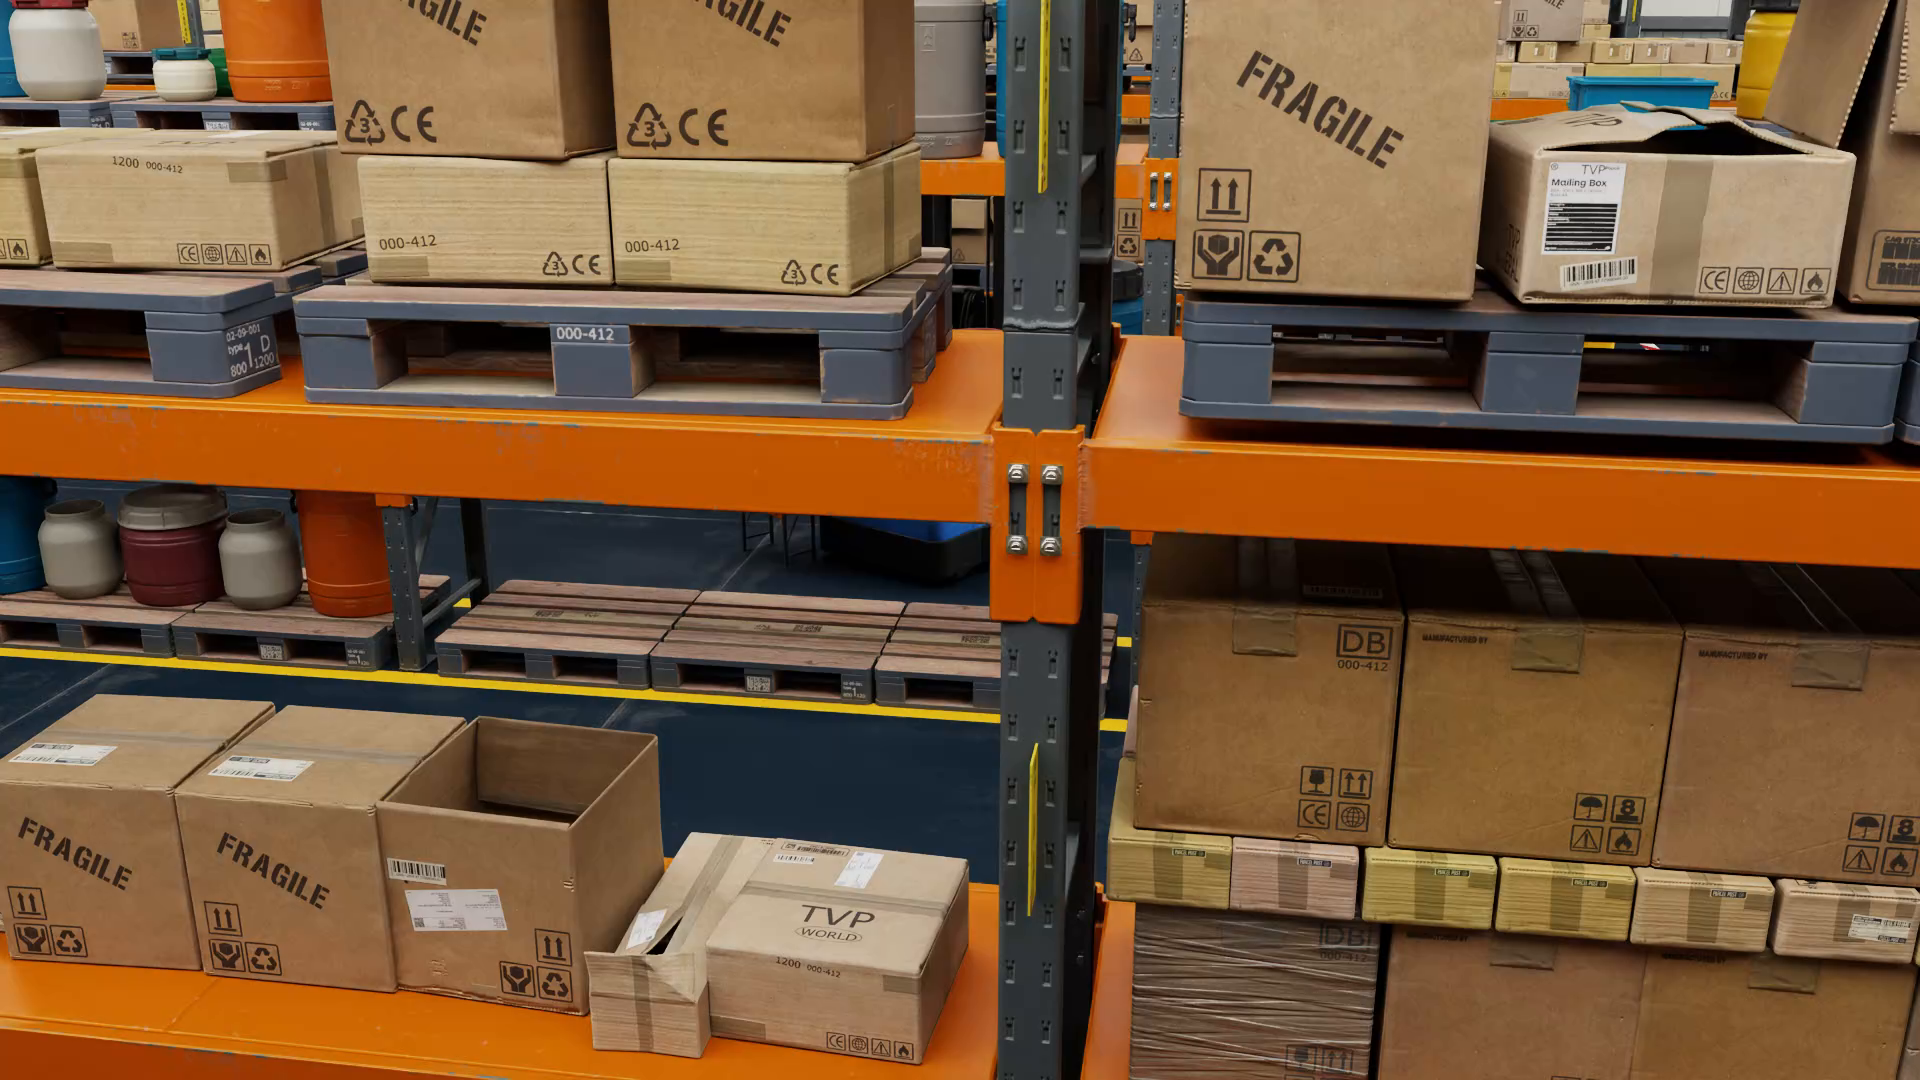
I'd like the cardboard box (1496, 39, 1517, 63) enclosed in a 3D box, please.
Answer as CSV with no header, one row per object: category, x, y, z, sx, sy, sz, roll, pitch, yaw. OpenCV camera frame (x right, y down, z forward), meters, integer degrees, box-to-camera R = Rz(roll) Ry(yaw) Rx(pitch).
cardboard box,3.871,-3.555,12.082,0.250,0.149,0.380,2,19,6

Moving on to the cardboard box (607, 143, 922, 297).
cardboard box,-0.389,-0.685,3.470,0.500,0.250,0.500,5,19,14

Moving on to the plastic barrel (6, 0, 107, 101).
plastic barrel,-4.717,-2.581,8.687,0.433,0.535,0.433,0,18,0

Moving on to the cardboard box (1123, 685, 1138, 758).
cardboard box,0.520,0.491,3.928,0.250,0.149,0.380,3,19,9

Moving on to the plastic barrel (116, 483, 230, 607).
plastic barrel,-4.543,0.015,9.670,0.708,0.588,0.600,3,19,9

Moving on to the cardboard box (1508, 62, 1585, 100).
cardboard box,4.227,-3.351,12.100,0.500,0.250,0.500,3,19,10

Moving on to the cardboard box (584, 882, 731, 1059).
cardboard box,-0.680,0.977,3.869,0.258,0.266,0.396,2,19,7

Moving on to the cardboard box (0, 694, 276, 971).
cardboard box,-2.073,0.730,4.236,0.500,0.500,0.500,2,19,6

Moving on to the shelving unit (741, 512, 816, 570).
shelving unit,-1.195,-0.462,10.794,0.258,1.200,0.503,-15,24,-38

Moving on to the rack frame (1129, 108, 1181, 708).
rack frame,1.007,-0.652,8.524,0.127,3.000,1.000,3,19,9

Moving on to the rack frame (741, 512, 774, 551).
rack frame,-1.353,-0.521,10.971,0.240,1.200,0.015,-15,24,-38

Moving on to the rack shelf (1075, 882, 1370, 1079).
rack shelf,2.192,1.341,3.700,4.000,0.370,1.077,3,19,9

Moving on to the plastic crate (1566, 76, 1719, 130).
plastic crate,3.026,-1.867,7.454,0.575,0.384,0.392,3,19,9

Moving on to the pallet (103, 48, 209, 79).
pallet,-6.912,-4.031,14.036,1.213,0.211,1.003,3,19,9

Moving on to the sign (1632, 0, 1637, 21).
sign,6.529,-5.187,16.079,0.005,0.325,0.100,3,19,9

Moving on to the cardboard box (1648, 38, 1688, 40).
cardboard box,5.266,-3.672,12.432,0.250,0.149,0.380,3,19,10

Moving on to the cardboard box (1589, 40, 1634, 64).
cardboard box,4.641,-3.493,11.897,0.250,0.149,0.380,3,19,9

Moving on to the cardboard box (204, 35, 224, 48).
cardboard box,-8.247,-5.577,18.754,0.500,0.250,0.500,4,19,10

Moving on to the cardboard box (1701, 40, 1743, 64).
cardboard box,5.418,-3.459,11.794,0.250,0.149,0.380,3,19,9

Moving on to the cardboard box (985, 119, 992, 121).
cardboard box,0.178,-4.400,17.991,0.500,0.500,0.700,3,19,8

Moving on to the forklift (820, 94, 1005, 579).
forklift,0.383,-1.546,11.305,1.130,2.935,3.031,14,23,36

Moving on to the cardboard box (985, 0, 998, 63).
cardboard box,0.414,-3.976,12.907,0.637,0.503,0.797,4,19,11

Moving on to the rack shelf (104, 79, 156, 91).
rack shelf,-8.081,-3.788,14.304,4.000,0.370,1.077,3,19,9

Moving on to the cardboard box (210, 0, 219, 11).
cardboard box,-8.140,-5.979,18.538,0.250,0.149,0.380,3,19,9

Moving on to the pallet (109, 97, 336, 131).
pallet,-3.682,-2.255,8.887,1.213,0.211,1.003,3,19,9

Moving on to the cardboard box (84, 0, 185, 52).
cardboard box,-6.889,-4.343,13.852,0.500,0.500,0.700,2,19,5

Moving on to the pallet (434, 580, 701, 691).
pallet,-2.184,0.520,9.416,1.213,0.211,1.003,3,19,9

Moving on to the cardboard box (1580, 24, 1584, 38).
cardboard box,5.998,-5.025,16.442,0.250,0.149,0.380,3,19,9

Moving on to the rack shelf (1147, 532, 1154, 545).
rack shelf,2.981,-0.210,8.338,4.000,0.370,1.077,3,19,9

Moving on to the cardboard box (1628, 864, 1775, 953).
cardboard box,1.461,0.670,3.394,0.250,0.149,0.380,2,19,7

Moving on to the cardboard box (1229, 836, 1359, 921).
cardboard box,0.700,0.631,3.509,0.250,0.149,0.380,3,19,9

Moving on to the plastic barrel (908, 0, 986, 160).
plastic barrel,-0.175,-2.303,7.941,0.600,0.901,0.600,0,18,0

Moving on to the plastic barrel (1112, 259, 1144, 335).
plastic barrel,0.673,-1.004,8.787,0.708,0.901,0.600,3,19,9

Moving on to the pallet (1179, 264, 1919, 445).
pallet,1.064,-0.446,3.321,1.213,0.211,1.003,3,19,9

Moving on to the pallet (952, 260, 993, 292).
pallet,-0.196,-2.227,13.535,1.213,0.211,1.003,3,19,9

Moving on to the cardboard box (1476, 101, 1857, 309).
cardboard box,1.206,-0.611,2.932,0.500,0.311,0.500,2,19,6

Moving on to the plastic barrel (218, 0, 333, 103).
plastic barrel,-3.503,-2.708,8.603,0.708,0.830,0.600,3,19,9

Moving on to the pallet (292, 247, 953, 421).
pallet,-0.655,-0.472,3.562,1.217,0.209,0.805,2,19,6

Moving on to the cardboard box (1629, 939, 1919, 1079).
cardboard box,1.673,0.924,3.658,0.500,0.500,0.700,3,19,9

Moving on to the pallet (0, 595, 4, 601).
pallet,-6.137,0.320,10.015,1.213,0.211,1.003,3,19,9

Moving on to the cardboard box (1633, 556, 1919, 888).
cardboard box,1.650,0.308,3.454,0.500,0.500,0.700,3,19,9

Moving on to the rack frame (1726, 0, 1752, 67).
rack frame,5.742,-4.847,11.608,0.127,3.000,1.000,3,19,9

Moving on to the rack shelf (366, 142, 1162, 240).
rack shelf,-0.968,-1.834,8.463,4.000,0.370,1.077,3,19,9

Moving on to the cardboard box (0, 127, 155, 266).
cardboard box,-2.192,-0.794,3.796,0.500,0.250,0.500,3,19,8

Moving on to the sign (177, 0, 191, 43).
sign,-6.193,-4.138,13.275,0.005,0.325,0.100,3,19,9

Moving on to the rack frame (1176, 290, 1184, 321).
rack frame,1.792,-2.204,13.162,0.127,3.000,1.000,3,19,9

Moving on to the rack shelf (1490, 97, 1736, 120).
rack shelf,3.767,-3.184,12.499,4.000,0.370,1.077,3,19,9
